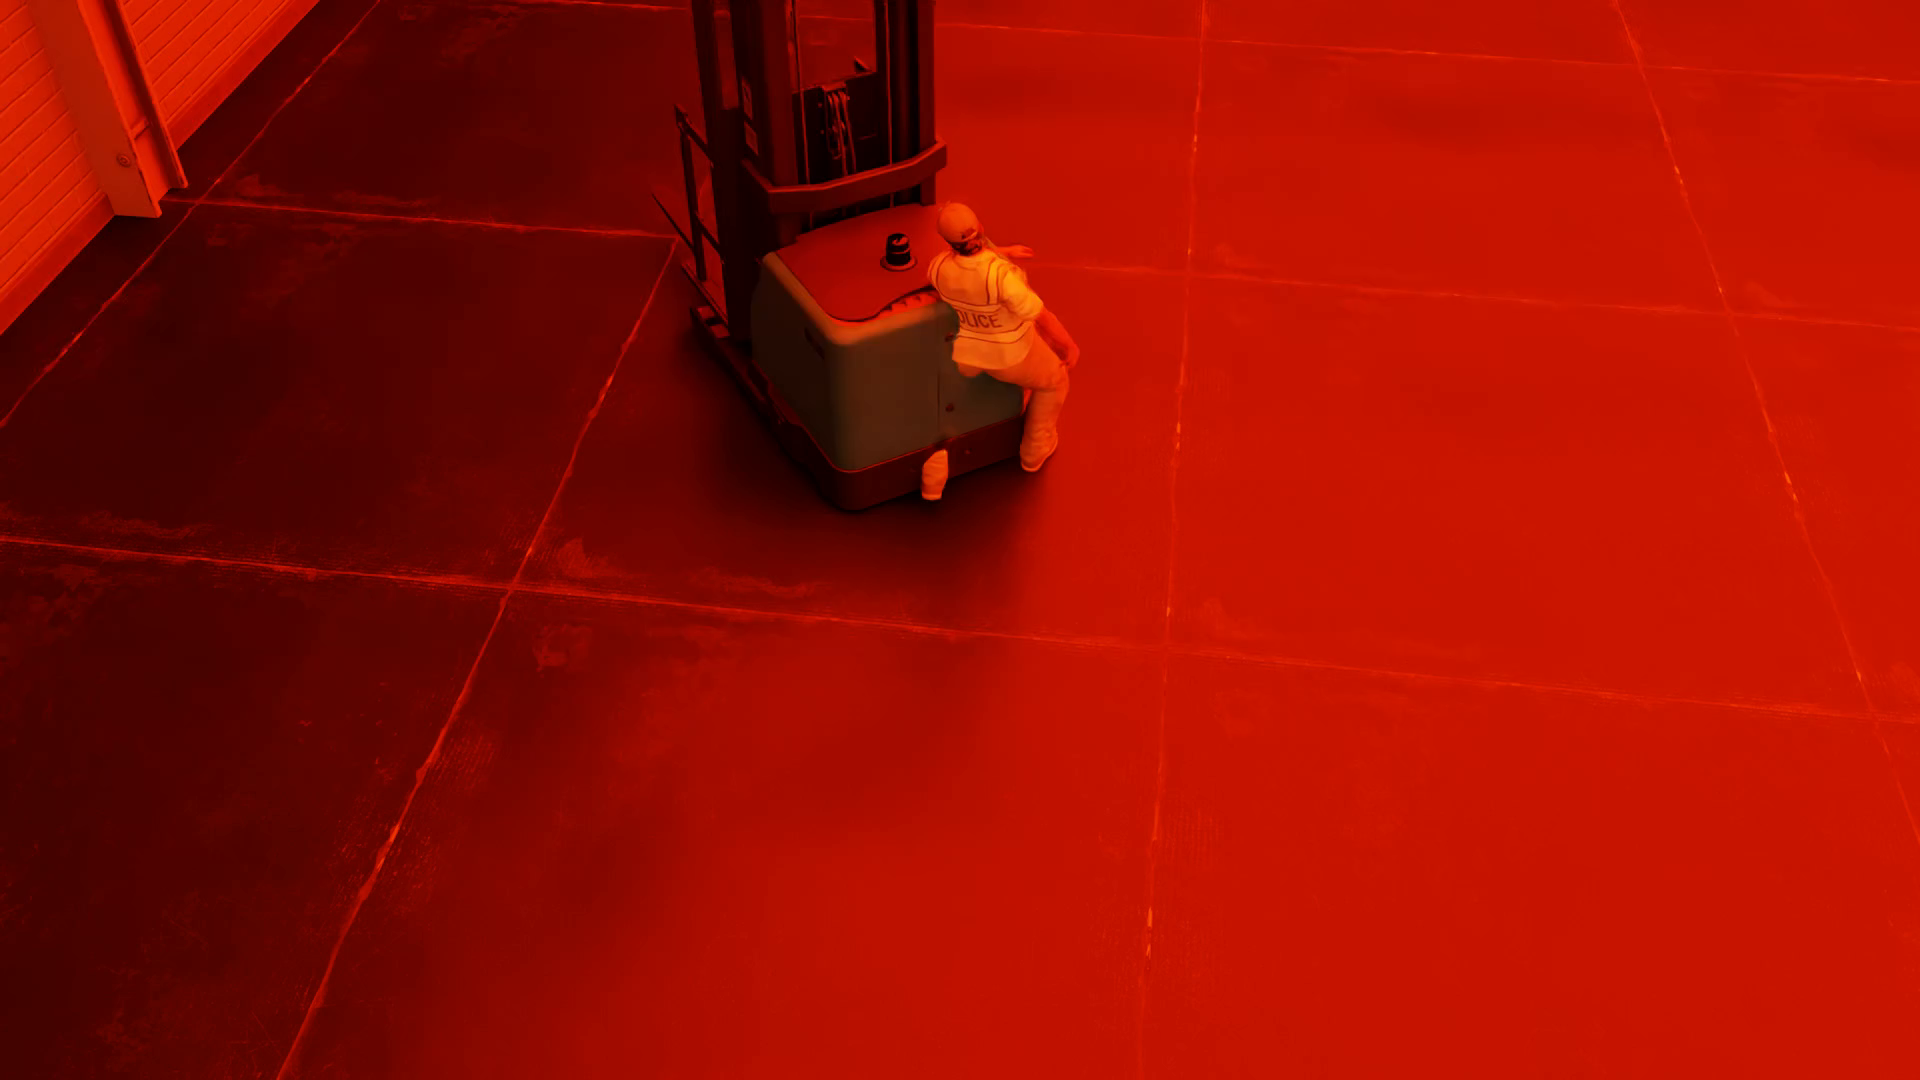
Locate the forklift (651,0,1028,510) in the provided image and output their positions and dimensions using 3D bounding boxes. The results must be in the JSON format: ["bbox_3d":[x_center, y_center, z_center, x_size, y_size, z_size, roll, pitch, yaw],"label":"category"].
[{"bbox_3d":[-0.815,-2.211,8.131,1.130,2.935,3.031,-20,46,-21],"label":"forklift"}]

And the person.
[{"bbox_3d":[0.195,-0.927,7.766,0.740,1.539,0.803,9,43,10],"label":"person"}]
